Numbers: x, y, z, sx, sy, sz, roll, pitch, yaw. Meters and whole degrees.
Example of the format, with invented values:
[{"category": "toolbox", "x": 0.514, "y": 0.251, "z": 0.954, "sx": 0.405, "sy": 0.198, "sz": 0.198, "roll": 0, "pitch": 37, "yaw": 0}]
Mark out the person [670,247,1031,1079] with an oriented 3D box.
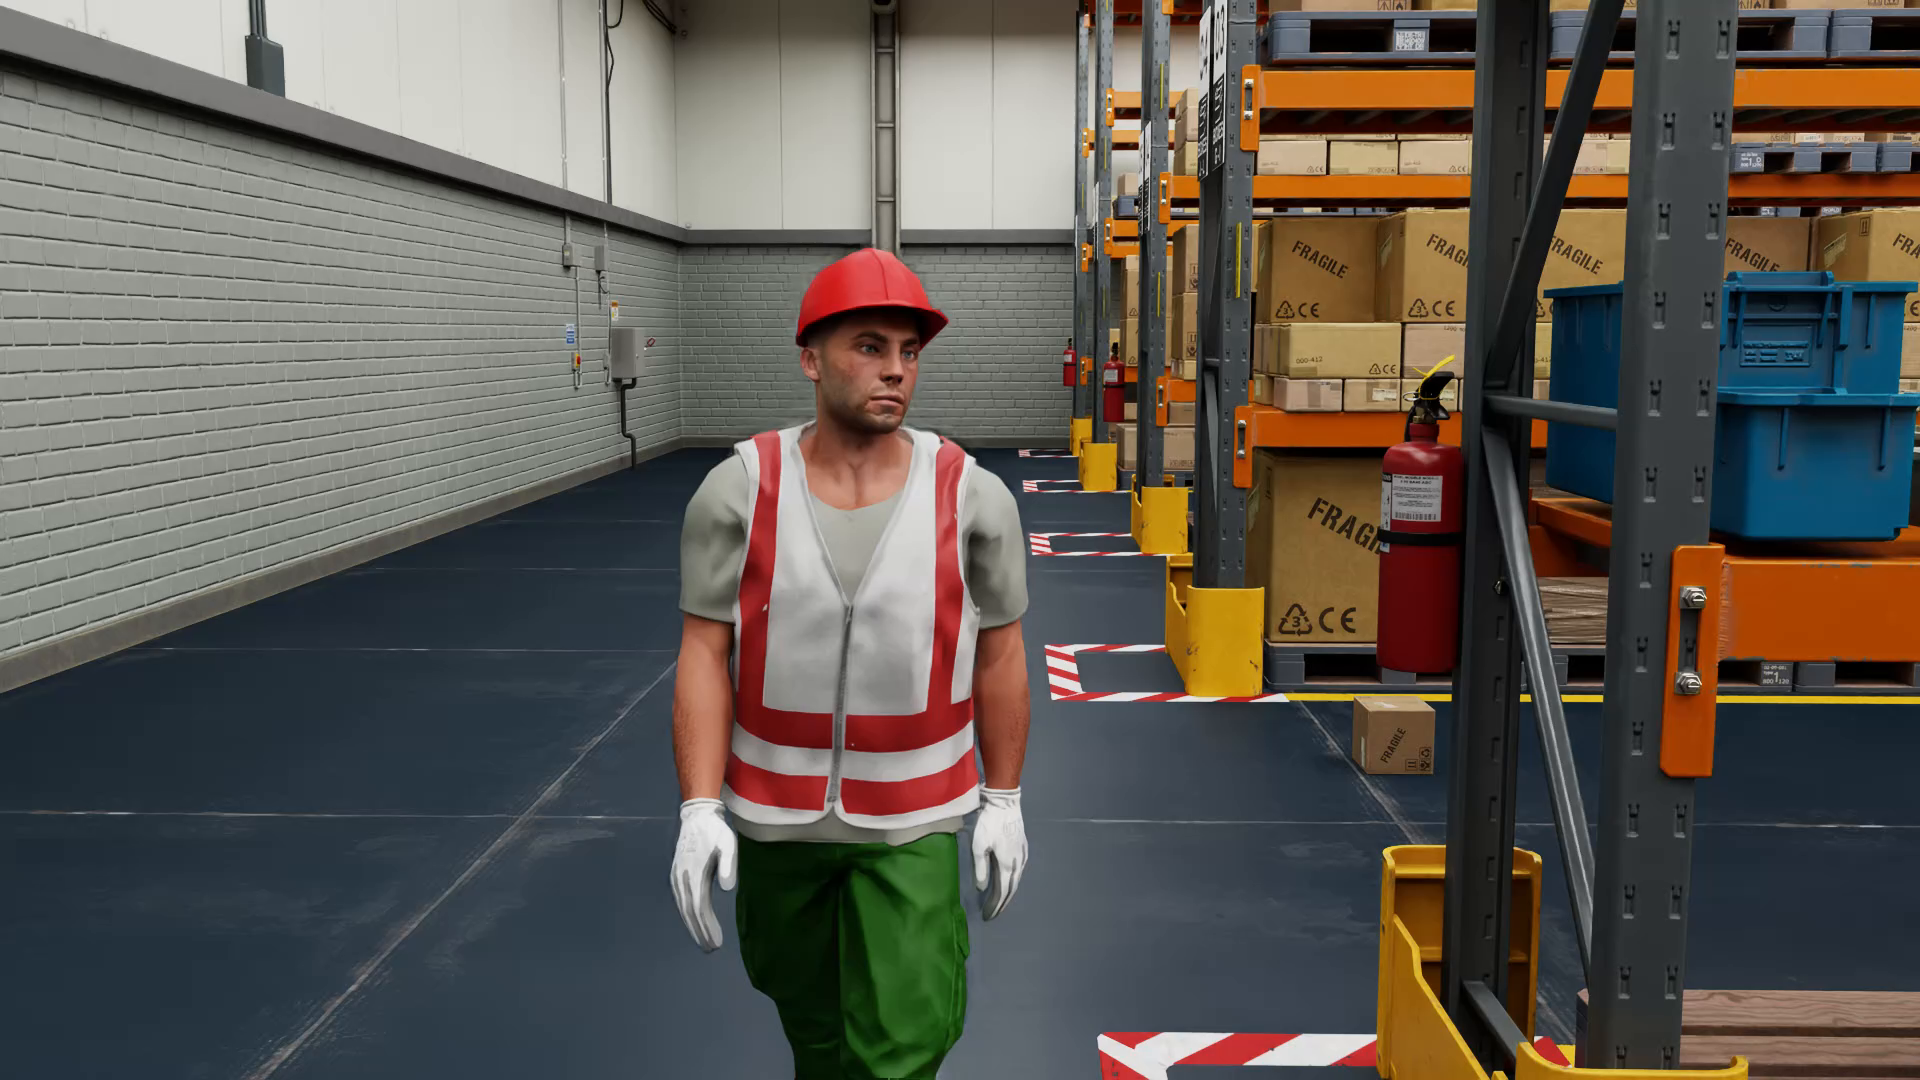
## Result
[{"category": "person", "x": -0.168, "y": 0.453, "z": 2.531, "sx": 0.534, "sy": 1.779, "sz": 0.886, "roll": 1, "pitch": 7, "yaw": 5}]
